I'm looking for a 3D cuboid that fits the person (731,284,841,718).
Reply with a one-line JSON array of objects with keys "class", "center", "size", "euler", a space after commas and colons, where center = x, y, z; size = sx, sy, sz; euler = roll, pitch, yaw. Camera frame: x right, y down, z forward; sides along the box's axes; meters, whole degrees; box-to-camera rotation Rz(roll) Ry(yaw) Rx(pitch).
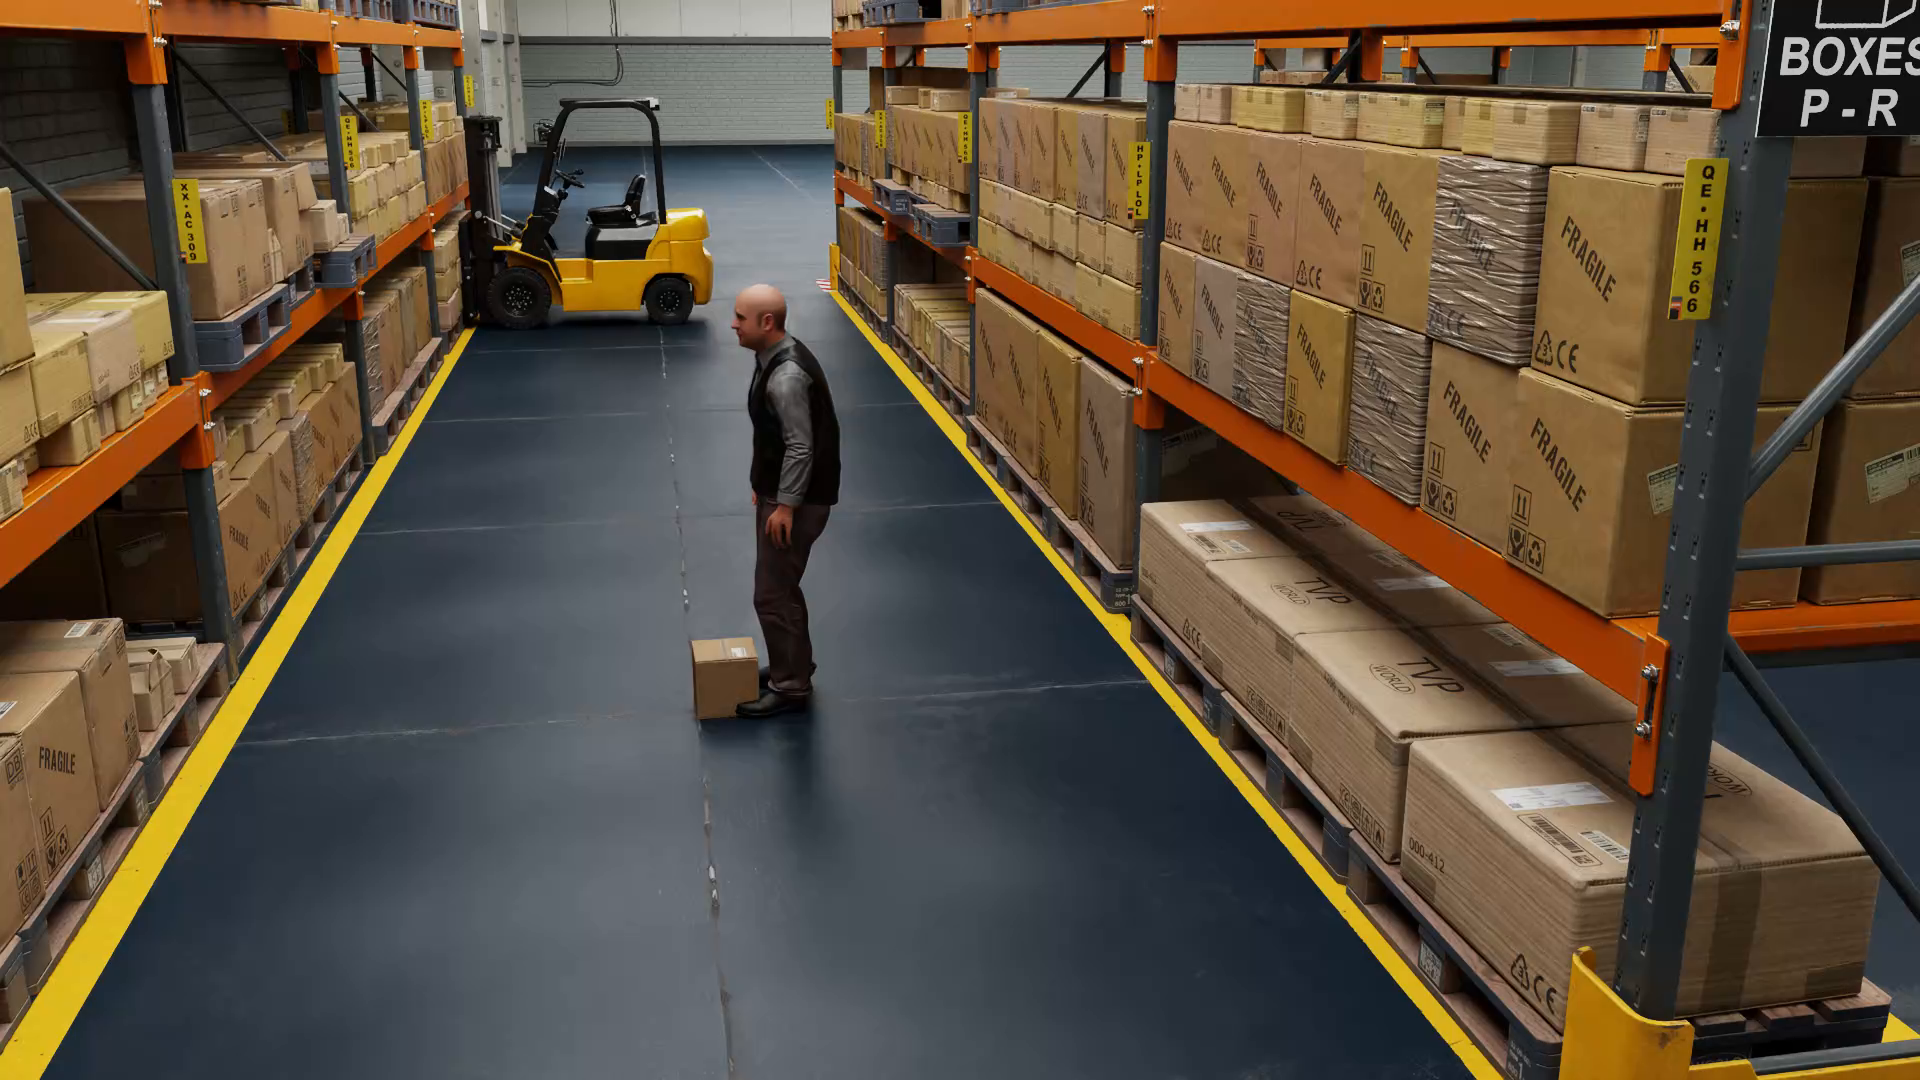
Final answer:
[{"class": "person", "center": [-0.707, -0.159, 6.624], "size": [0.462, 1.721, 0.588], "euler": [-3, 17, -12]}]
